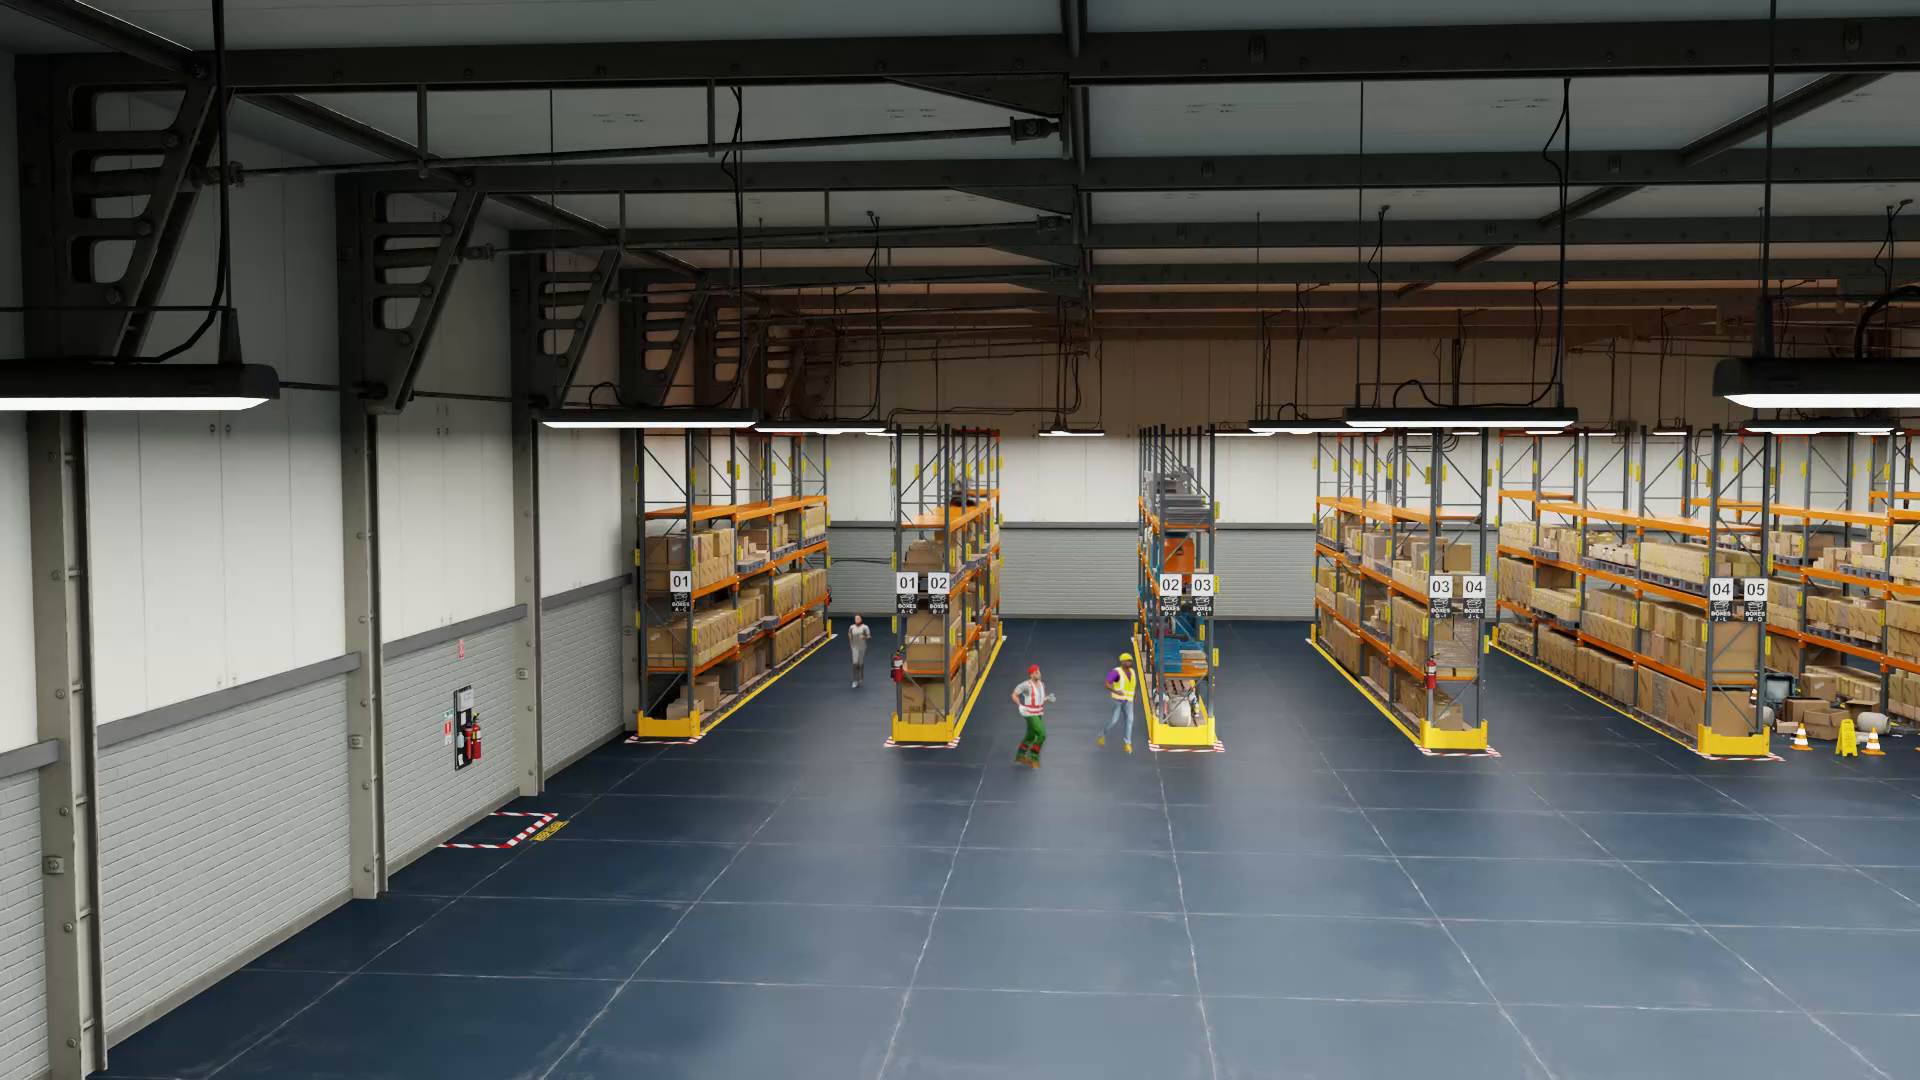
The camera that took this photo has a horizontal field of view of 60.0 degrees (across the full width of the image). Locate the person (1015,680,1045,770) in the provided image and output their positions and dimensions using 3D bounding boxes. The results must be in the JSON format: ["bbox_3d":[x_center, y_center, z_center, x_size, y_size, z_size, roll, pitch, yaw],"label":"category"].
[{"bbox_3d":[1.230,3.213,28.987,0.583,1.575,0.594,2,4,34],"label":"person"}]

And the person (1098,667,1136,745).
[{"bbox_3d":[2.962,3.047,30.718,0.551,1.414,0.759,-2,4,-26],"label":"person"}]

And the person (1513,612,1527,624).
[{"bbox_3d":[15.986,2.047,47.262,0.701,1.685,0.584,3,4,37],"label":"person"}]

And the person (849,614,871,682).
[{"bbox_3d":[-2.321,2.478,38.437,0.536,1.563,0.726,0,3,1],"label":"person"}]
